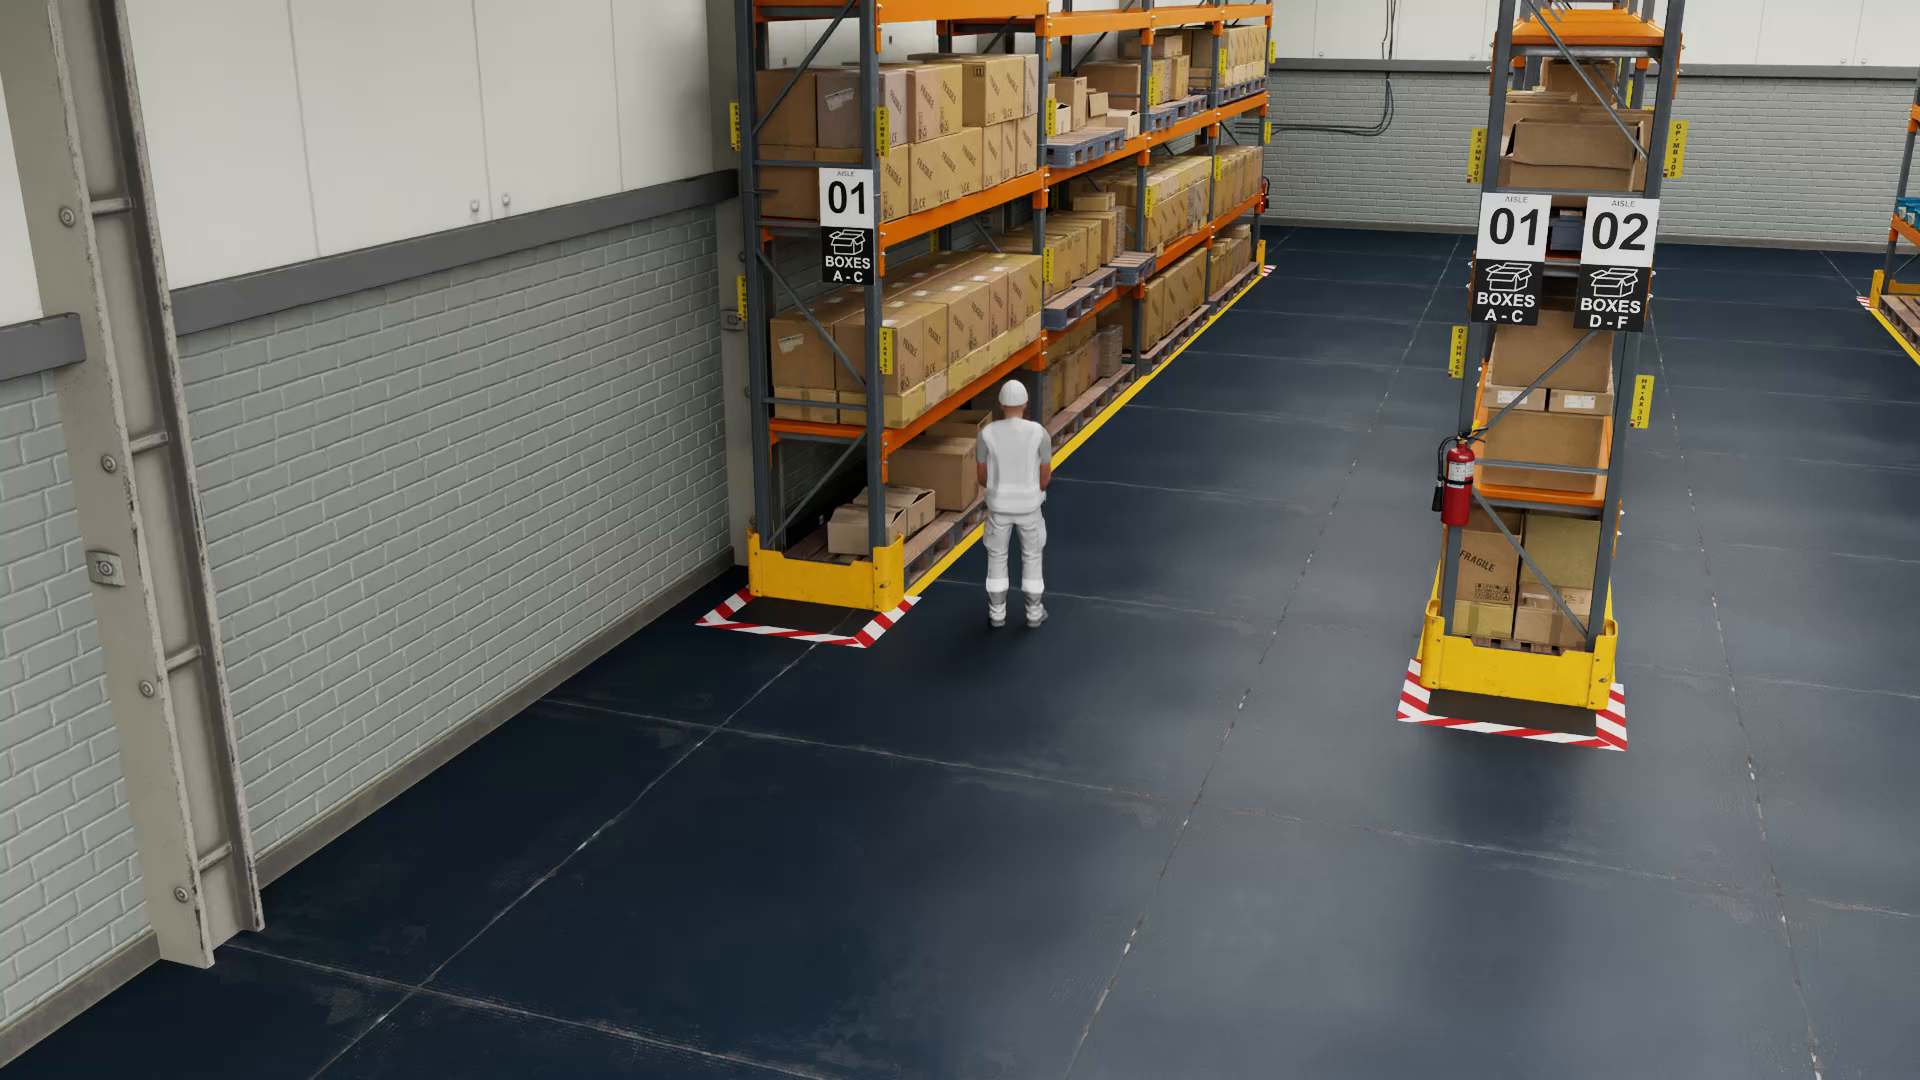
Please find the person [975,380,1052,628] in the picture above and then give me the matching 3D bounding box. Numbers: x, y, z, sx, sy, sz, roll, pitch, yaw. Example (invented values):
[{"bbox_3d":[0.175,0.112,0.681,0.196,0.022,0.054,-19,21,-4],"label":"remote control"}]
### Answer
[{"bbox_3d":[0.378,-0.259,11.793,0.535,1.792,0.462,2,19,5],"label":"person"}]
